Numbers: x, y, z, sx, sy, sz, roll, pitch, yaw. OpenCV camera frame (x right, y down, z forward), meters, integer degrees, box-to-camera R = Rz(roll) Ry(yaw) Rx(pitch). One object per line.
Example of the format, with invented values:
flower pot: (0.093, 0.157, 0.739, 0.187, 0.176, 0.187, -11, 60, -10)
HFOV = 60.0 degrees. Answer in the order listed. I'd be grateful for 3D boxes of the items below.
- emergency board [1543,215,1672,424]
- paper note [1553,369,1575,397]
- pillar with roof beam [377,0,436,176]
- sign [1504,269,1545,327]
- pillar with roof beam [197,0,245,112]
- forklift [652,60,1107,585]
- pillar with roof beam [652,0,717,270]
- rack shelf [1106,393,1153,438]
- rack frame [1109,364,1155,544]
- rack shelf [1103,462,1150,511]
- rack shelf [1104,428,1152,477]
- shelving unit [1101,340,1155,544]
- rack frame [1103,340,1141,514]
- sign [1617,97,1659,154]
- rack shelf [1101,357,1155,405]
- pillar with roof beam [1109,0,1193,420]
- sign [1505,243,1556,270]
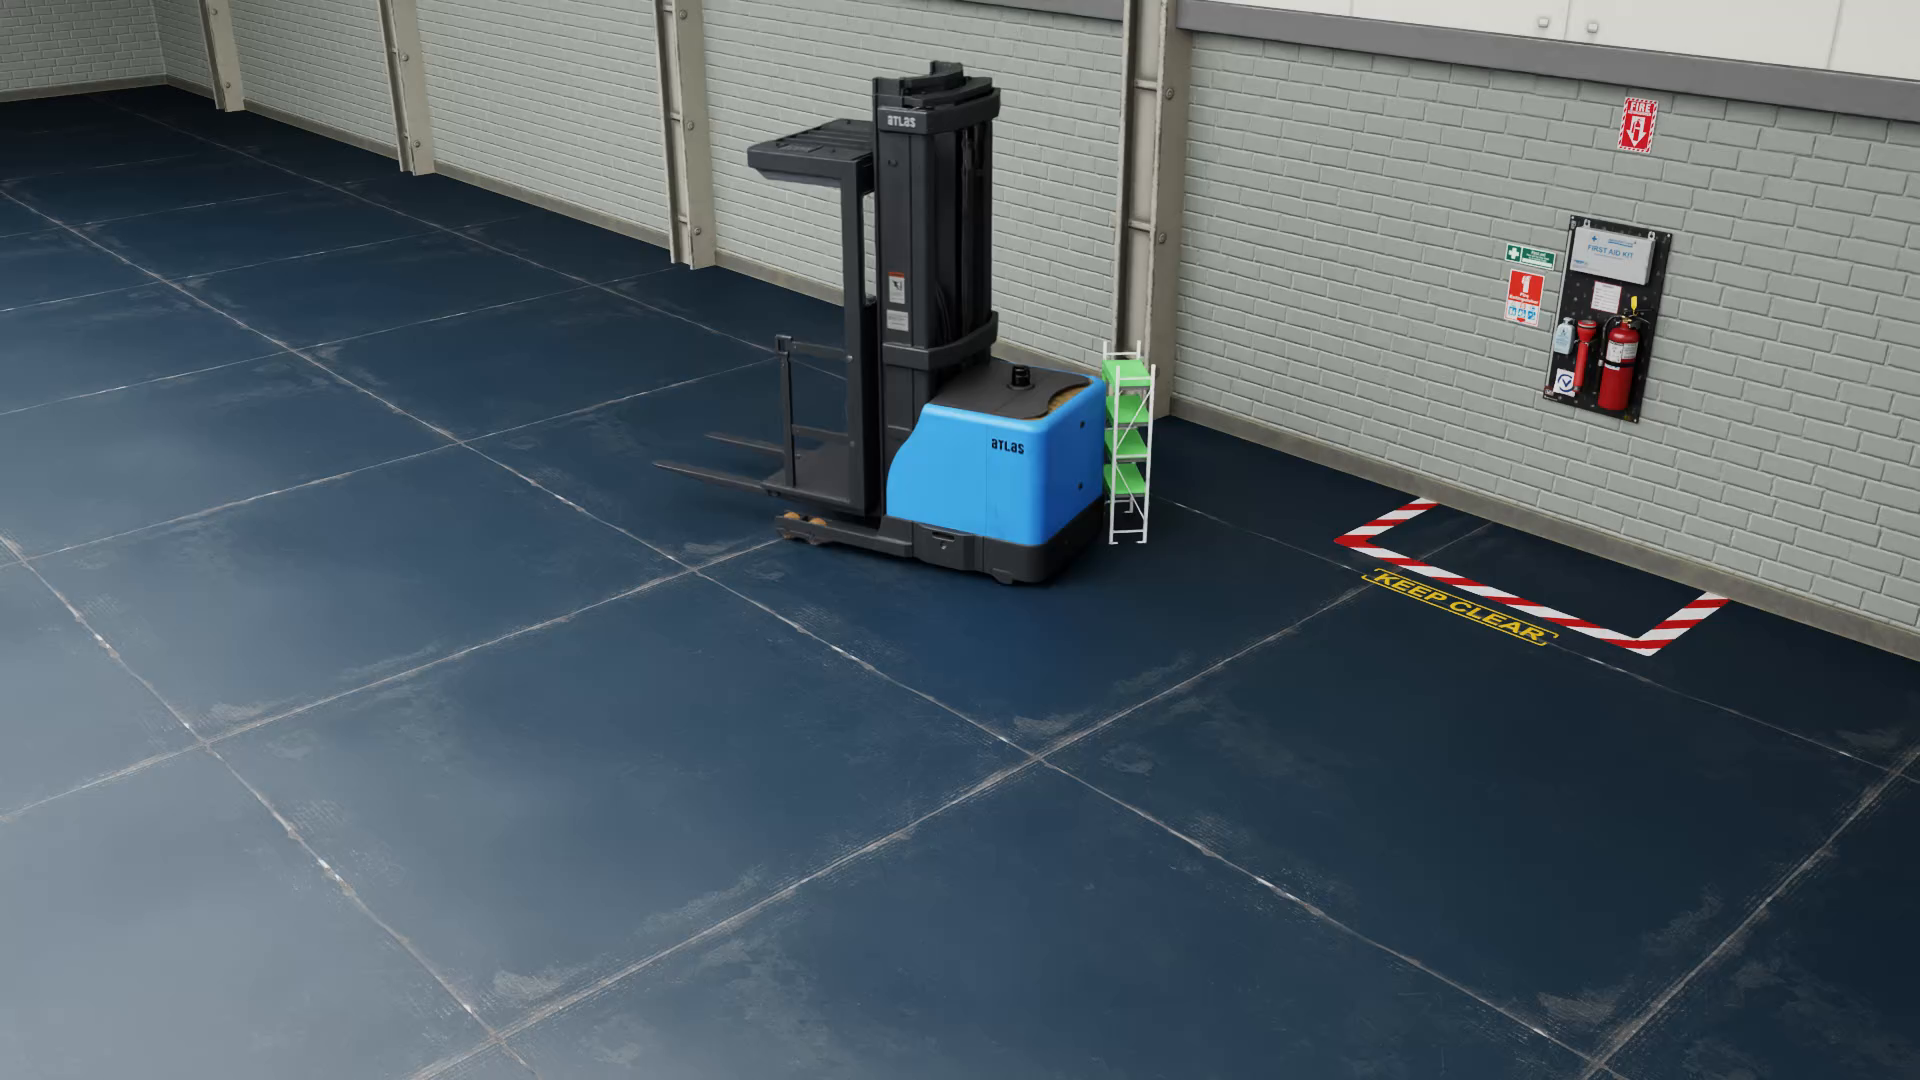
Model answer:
emergency board: (3.838, -1.306, 9.998, 0.194, 1.169, 0.643, -21, 32, -38)
paper note: (3.768, -0.978, 10.341, 0.016, 0.148, 0.142, -21, 32, -38)
pillar with roof beam: (-9.946, -7.508, 16.365, 9.100, 9.000, 0.400, -21, 32, -38)
sign: (3.536, -1.519, 10.422, 0.001, 0.329, 0.234, -21, 32, -38)
pillar with roof beam: (-14.047, -9.326, 20.350, 9.100, 9.000, 0.400, -21, 32, -38)
forklift: (-0.615, -1.483, 10.469, 3.031, 2.935, 1.130, 12, 27, 25)
pillar with roof beam: (-5.845, -5.690, 12.380, 9.100, 9.000, 0.400, -21, 32, -38)
rack shelf: (1.059, -0.787, 10.606, 0.258, 0.148, 0.480, -2, 25, -4)
rack frame: (1.080, -0.526, 10.458, 0.240, 1.200, 0.015, -2, 25, -4)
rack shelf: (1.059, -0.351, 10.805, 0.258, 0.148, 0.480, -2, 25, -4)
rack shelf: (1.059, -0.569, 10.705, 0.258, 0.148, 0.480, -2, 25, -4)
shelving unit: (1.059, -0.627, 10.679, 0.258, 1.200, 0.503, -2, 25, -4)
rack frame: (1.039, -0.728, 10.900, 0.240, 1.200, 0.015, -2, 25, -4)
sign: (3.905, -2.391, 9.584, 0.001, 0.298, 0.199, -21, 32, -38)
rack shelf: (1.059, -1.006, 10.506, 0.258, 0.148, 0.480, -2, 25, -4)
pillar with roof beam: (-1.744, -3.872, 8.396, 9.100, 9.000, 0.400, -21, 32, -38)
sign: (3.532, -1.756, 10.303, 0.001, 0.109, 0.331, -21, 32, -38)
